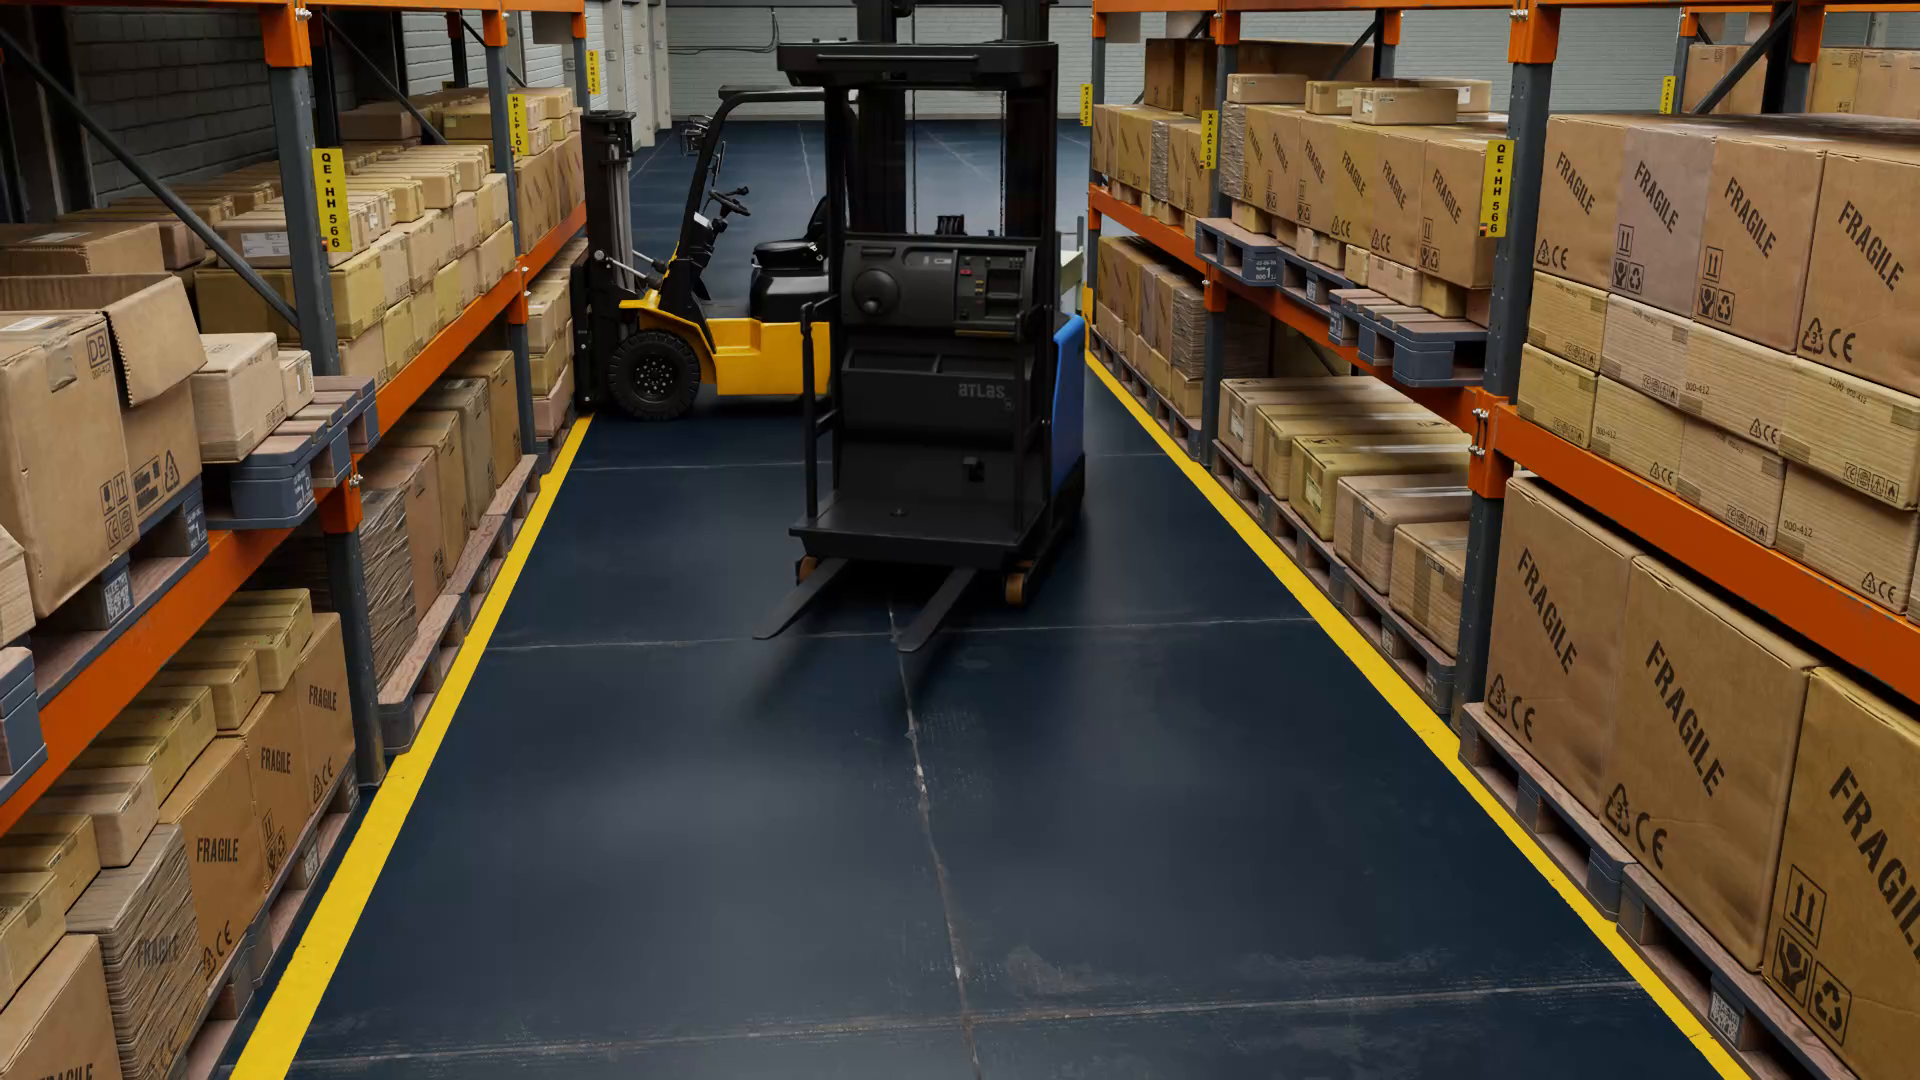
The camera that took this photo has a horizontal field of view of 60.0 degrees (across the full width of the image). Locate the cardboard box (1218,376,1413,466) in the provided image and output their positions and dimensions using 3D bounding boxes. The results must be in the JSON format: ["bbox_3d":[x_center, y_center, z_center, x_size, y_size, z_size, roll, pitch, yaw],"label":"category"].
[{"bbox_3d":[2.026,-0.690,9.554,0.950,0.372,0.625,-2,17,-5],"label":"cardboard box"}]

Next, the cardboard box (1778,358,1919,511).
[{"bbox_3d":[2.319,-0.262,3.920,0.500,0.250,0.500,-1,17,-5],"label":"cardboard box"}]

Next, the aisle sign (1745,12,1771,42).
[{"bbox_3d":[6.761,-4.545,13.807,0.394,0.787,0.004,-2,18,-6],"label":"aisle sign"}]

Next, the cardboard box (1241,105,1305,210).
[{"bbox_3d":[1.784,-1.992,8.650,0.500,0.500,0.500,-2,18,-5],"label":"cardboard box"}]

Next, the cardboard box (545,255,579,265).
[{"bbox_3d":[-2.902,-1.873,11.856,0.500,0.250,0.500,-2,17,-5],"label":"cardboard box"}]

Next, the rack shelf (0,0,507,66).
[{"bbox_3d":[-2.762,-2.237,6.989,1.077,0.370,4.000,-2,18,-6],"label":"rack shelf"}]

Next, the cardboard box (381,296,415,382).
[{"bbox_3d":[-2.405,-0.772,6.378,0.500,0.250,0.500,-2,18,-7],"label":"cardboard box"}]

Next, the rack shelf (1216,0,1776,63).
[{"bbox_3d":[2.175,-2.392,7.481,1.077,0.370,4.000,-2,18,-6],"label":"rack shelf"}]

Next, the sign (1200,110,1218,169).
[{"bbox_3d":[1.430,-2.294,9.531,0.100,0.325,0.005,-2,18,-6],"label":"sign"}]

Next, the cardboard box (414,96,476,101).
[{"bbox_3d":[-3.427,-2.868,11.058,0.380,0.149,0.250,-2,18,-5],"label":"cardboard box"}]

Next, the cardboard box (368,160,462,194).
[{"bbox_3d":[-2.571,-1.703,7.843,0.380,0.149,0.250,-2,18,-7],"label":"cardboard box"}]

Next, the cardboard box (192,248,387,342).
[{"bbox_3d":[-2.333,-0.861,5.828,0.500,0.250,0.500,-2,18,-6],"label":"cardboard box"}]

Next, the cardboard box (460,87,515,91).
[{"bbox_3d":[-3.558,-3.330,12.528,0.380,0.149,0.250,-2,18,-7],"label":"cardboard box"}]

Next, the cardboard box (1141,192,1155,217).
[{"bbox_3d":[1.465,-2.322,11.484,0.380,0.149,0.250,-2,18,-5],"label":"cardboard box"}]

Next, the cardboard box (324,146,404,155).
[{"bbox_3d":[-3.145,-1.991,8.762,0.380,0.149,0.250,-2,18,-7],"label":"cardboard box"}]

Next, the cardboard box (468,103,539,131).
[{"bbox_3d":[-2.782,-2.579,10.139,0.380,0.149,0.250,-1,17,-4],"label":"cardboard box"}]

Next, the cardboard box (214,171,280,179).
[{"bbox_3d":[-3.034,-1.536,7.311,0.380,0.149,0.250,-2,18,-5],"label":"cardboard box"}]

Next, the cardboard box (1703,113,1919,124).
[{"bbox_3d":[2.695,-1.087,5.295,0.500,0.500,0.500,-2,18,-7],"label":"cardboard box"}]

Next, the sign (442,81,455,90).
[{"bbox_3d":[-3.933,-3.373,12.834,0.100,0.325,0.005,-2,18,-6],"label":"sign"}]

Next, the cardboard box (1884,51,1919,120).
[{"bbox_3d":[6.706,-2.941,10.984,0.875,0.550,0.550,-2,18,-6],"label":"cardboard box"}]

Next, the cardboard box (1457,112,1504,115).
[{"bbox_3d":[2.345,-1.858,8.222,0.500,0.500,0.500,-1,17,-4],"label":"cardboard box"}]

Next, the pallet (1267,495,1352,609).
[{"bbox_3d":[2.180,0.027,8.239,1.003,0.211,1.213,-2,18,-6],"label":"pallet"}]

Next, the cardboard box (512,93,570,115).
[{"bbox_3d":[-2.935,-3.036,11.592,0.380,0.149,0.250,-1,17,-4],"label":"cardboard box"}]

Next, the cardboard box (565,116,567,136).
[{"bbox_3d":[-2.955,-2.893,11.634,0.380,0.149,0.250,-2,18,-7],"label":"cardboard box"}]

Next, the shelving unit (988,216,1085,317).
[{"bbox_3d":[0.438,-1.074,9.593,0.431,1.500,0.755,4,18,13],"label":"shelving unit"}]

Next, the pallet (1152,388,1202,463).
[{"bbox_3d":[1.865,-0.768,10.772,1.003,0.211,1.213,-2,18,-6],"label":"pallet"}]

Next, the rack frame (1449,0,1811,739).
[{"bbox_3d":[2.382,-0.708,5.925,1.000,3.000,0.127,-2,18,-6],"label":"rack frame"}]

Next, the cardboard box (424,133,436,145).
[{"bbox_3d":[-3.336,-2.343,9.883,0.380,0.149,0.250,-1,17,-4],"label":"cardboard box"}]

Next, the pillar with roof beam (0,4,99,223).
[{"bbox_3d":[0.696,-3.910,6.106,9.100,9.000,0.400,-2,18,-6],"label":"pillar with roof beam"}]

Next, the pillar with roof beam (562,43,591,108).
[{"bbox_3d":[-1.161,-9.272,23.188,9.100,9.000,0.400,-2,18,-6],"label":"pillar with roof beam"}]

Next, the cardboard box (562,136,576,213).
[{"bbox_3d":[-2.971,-2.539,11.589,0.500,0.500,0.500,-2,18,-7],"label":"cardboard box"}]

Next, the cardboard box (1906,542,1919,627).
[{"bbox_3d":[2.413,0.127,3.516,0.500,0.250,0.500,-2,18,-7],"label":"cardboard box"}]

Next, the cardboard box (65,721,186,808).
[{"bbox_3d":[-2.202,0.583,4.202,0.380,0.149,0.250,-2,18,-6],"label":"cardboard box"}]

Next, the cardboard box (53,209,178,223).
[{"bbox_3d":[-2.928,-1.076,5.847,0.380,0.149,0.250,-1,17,-4],"label":"cardboard box"}]

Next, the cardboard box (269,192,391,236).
[{"bbox_3d":[-2.416,-1.248,6.394,0.380,0.149,0.250,-2,17,-5],"label":"cardboard box"}]

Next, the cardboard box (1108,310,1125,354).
[{"bbox_3d":[1.410,-1.579,12.588,0.500,0.250,0.500,-1,17,-4],"label":"cardboard box"}]

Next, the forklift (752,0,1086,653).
[{"bbox_3d":[-0.153,-1.210,7.638,1.130,2.935,3.031,4,18,13],"label":"forklift"}]

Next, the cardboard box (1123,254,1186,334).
[{"bbox_3d":[1.469,-1.777,11.966,0.500,0.500,0.500,-1,17,-5],"label":"cardboard box"}]

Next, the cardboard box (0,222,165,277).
[{"bbox_3d":[-2.658,-0.644,4.851,0.500,0.500,0.500,-1,17,-3],"label":"cardboard box"}]

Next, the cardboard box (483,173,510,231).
[{"bbox_3d":[-2.663,-1.774,8.736,0.500,0.250,0.500,-2,18,-7],"label":"cardboard box"}]

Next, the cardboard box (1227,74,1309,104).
[{"bbox_3d":[1.666,-2.448,9.020,0.380,0.149,0.250,-2,18,-6],"label":"cardboard box"}]

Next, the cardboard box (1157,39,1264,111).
[{"bbox_3d":[1.871,-3.462,12.363,0.700,0.500,0.500,-2,18,-5],"label":"cardboard box"}]

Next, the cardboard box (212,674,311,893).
[{"bbox_3d":[-2.257,0.707,4.888,0.500,0.500,0.500,-2,18,-6],"label":"cardboard box"}]

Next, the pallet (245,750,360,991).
[{"bbox_3d":[-2.516,1.000,5.138,1.003,0.211,1.213,-2,18,-6],"label":"pallet"}]

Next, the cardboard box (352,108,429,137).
[{"bbox_3d":[-3.286,-2.406,9.588,0.380,0.149,0.250,-2,18,-7],"label":"cardboard box"}]

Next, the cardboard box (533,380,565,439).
[{"bbox_3d":[-2.688,-0.788,10.069,0.500,0.250,0.500,-2,18,-5],"label":"cardboard box"}]

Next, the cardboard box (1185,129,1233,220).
[{"bbox_3d":[1.676,-2.214,10.059,0.500,0.500,0.500,-2,18,-7],"label":"cardboard box"}]

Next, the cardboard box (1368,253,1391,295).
[{"bbox_3d":[1.925,-1.106,6.909,0.380,0.149,0.250,-3,18,-8],"label":"cardboard box"}]

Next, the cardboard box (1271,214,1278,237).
[{"bbox_3d":[1.834,-1.649,8.641,0.380,0.149,0.250,-1,17,-2],"label":"cardboard box"}]

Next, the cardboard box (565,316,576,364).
[{"bbox_3d":[-2.805,-1.326,10.948,0.500,0.250,0.500,-2,18,-6],"label":"cardboard box"}]

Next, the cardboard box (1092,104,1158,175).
[{"bbox_3d":[1.329,-3.132,12.981,0.500,0.500,0.500,-2,18,-6],"label":"cardboard box"}]

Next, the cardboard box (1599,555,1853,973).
[{"bbox_3d":[2.458,0.579,4.670,0.875,0.875,0.875,-2,17,-5],"label":"cardboard box"}]

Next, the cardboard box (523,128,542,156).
[{"bbox_3d":[-2.774,-2.435,10.177,0.380,0.149,0.250,-1,17,-4],"label":"cardboard box"}]
